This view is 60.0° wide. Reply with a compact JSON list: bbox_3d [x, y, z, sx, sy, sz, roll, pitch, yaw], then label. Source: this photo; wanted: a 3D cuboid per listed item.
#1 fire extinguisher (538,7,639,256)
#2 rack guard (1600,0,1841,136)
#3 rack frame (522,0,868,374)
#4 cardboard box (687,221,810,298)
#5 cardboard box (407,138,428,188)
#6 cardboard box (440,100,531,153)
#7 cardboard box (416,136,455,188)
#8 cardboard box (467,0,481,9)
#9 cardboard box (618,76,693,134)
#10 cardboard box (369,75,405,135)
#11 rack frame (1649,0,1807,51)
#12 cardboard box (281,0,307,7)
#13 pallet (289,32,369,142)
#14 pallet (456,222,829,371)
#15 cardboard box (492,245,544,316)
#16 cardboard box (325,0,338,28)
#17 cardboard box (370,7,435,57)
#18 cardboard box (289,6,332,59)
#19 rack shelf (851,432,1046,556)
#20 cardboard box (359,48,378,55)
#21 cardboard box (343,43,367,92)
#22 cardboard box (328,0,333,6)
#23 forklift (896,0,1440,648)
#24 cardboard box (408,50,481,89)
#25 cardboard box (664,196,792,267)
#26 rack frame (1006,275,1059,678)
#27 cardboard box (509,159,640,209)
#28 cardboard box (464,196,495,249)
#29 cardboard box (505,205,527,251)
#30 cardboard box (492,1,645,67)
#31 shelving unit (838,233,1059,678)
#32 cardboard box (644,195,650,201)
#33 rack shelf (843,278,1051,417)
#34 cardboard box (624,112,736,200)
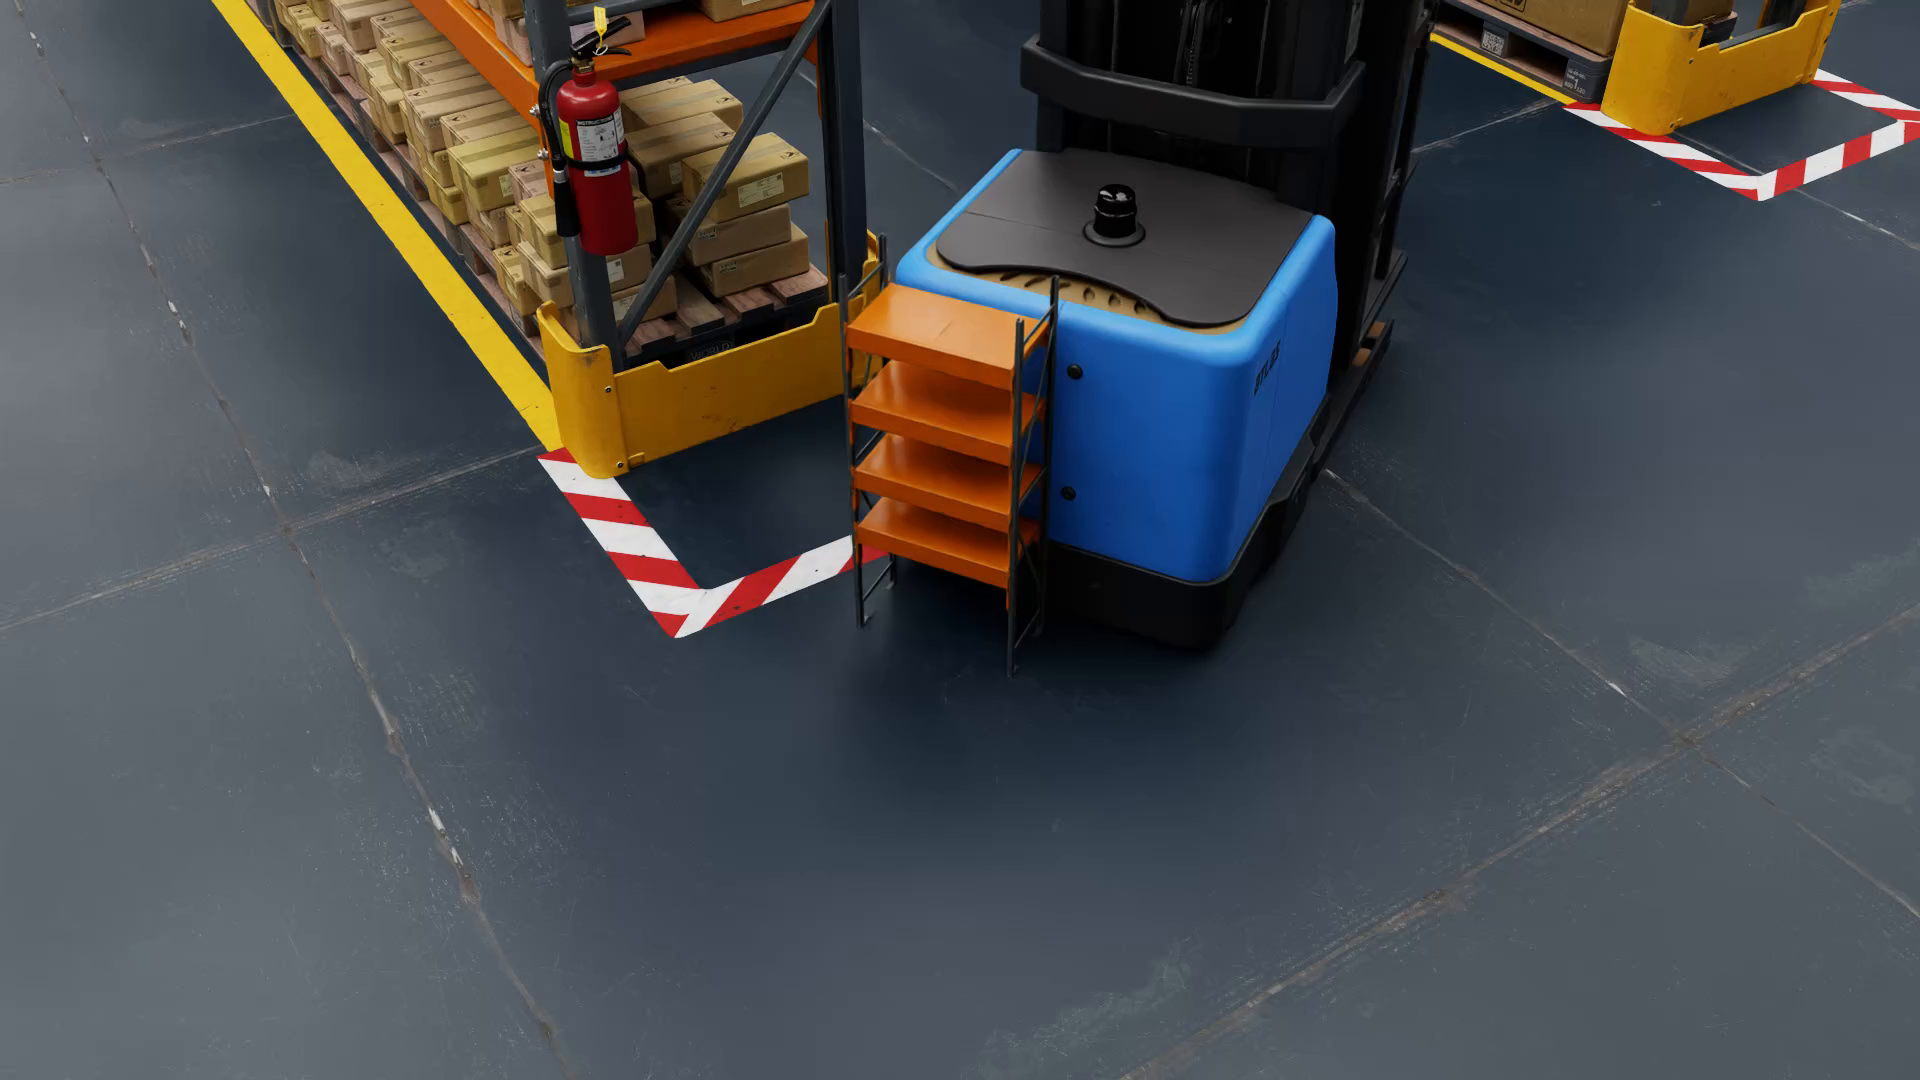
[{"bbox_3d":[-1.016,-1.122,4.605,0.296,0.674,0.183,-22,45,-24],"label":"fire extinguisher"},{"bbox_3d":[3.487,-2.269,7.582,1.175,0.500,0.348,-22,45,-24],"label":"rack guard"},{"bbox_3d":[-0.762,-1.589,4.814,1.000,3.000,0.127,-22,45,-24],"label":"rack frame"},{"bbox_3d":[-0.774,-1.049,6.064,0.380,0.149,0.250,-21,44,-24],"label":"cardboard box"},{"bbox_3d":[-1.978,-1.543,6.658,0.380,0.149,0.250,-21,44,-24],"label":"cardboard box"},{"bbox_3d":[-1.680,-1.496,6.136,0.380,0.149,0.250,-24,45,-26],"label":"cardboard box"},{"bbox_3d":[-1.857,-1.511,6.387,0.380,0.149,0.250,-22,44,-24],"label":"cardboard box"},{"bbox_3d":[-1.426,-1.849,5.322,0.380,0.149,0.250,-23,45,-25],"label":"cardboard box"},{"bbox_3d":[-1.238,-1.677,6.353,0.380,0.149,0.250,-24,46,-26],"label":"cardboard box"},{"bbox_3d":[-2.151,-1.795,6.728,0.380,0.149,0.250,-22,44,-24],"label":"cardboard box"},{"bbox_3d":[3.474,-3.242,6.798,1.000,3.000,0.127,-22,45,-24],"label":"rack frame"},{"bbox_3d":[-2.988,-2.623,7.721,0.380,0.149,0.250,-20,44,-22],"label":"cardboard box"},{"bbox_3d":[-2.522,-2.327,7.878,1.003,0.211,1.213,-22,45,-24],"label":"pallet"},{"bbox_3d":[-1.210,-1.010,6.297,1.003,0.211,1.213,-22,45,-24],"label":"pallet"},{"bbox_3d":[-1.445,-0.972,5.972,0.380,0.149,0.250,-21,44,-23],"label":"cardboard box"},{"bbox_3d":[-2.615,-2.398,7.451,0.380,0.149,0.250,-22,45,-25],"label":"cardboard box"},{"bbox_3d":[-2.183,-2.080,6.837,0.380,0.149,0.250,-24,45,-26],"label":"cardboard box"},{"bbox_3d":[-2.845,-2.364,7.643,0.380,0.149,0.250,-21,44,-23],"label":"cardboard box"},{"bbox_3d":[-0.029,-0.150,4.597,0.480,0.148,0.258,17,43,19],"label":"rack shelf"},{"bbox_3d":[-2.344,-2.095,7.088,0.380,0.149,0.250,-20,44,-22],"label":"cardboard box"},{"bbox_3d":[-2.489,-2.128,7.359,0.380,0.149,0.250,-23,45,-25],"label":"cardboard box"},{"bbox_3d":[-2.627,-2.497,7.338,0.380,0.149,0.250,-23,45,-25],"label":"cardboard box"},{"bbox_3d":[0.907,-1.756,5.068,1.130,2.935,3.031,17,43,20],"label":"forklift"},{"bbox_3d":[-1.919,-1.802,6.503,0.380,0.149,0.250,-24,45,-26],"label":"cardboard box"},{"bbox_3d":[-0.828,-1.141,5.943,0.380,0.149,0.250,-20,44,-23],"label":"cardboard box"},{"bbox_3d":[0.192,-0.134,4.474,0.015,1.200,0.240,17,43,19],"label":"rack frame"},{"bbox_3d":[-1.347,-1.238,5.827,0.380,0.149,0.250,-21,44,-24],"label":"cardboard box"},{"bbox_3d":[-1.658,-1.273,6.333,0.380,0.149,0.250,-22,44,-24],"label":"cardboard box"},{"bbox_3d":[-1.382,-1.116,5.913,0.380,0.149,0.250,-23,45,-25],"label":"cardboard box"},{"bbox_3d":[-1.176,-1.572,4.989,0.380,0.149,0.250,-22,45,-24],"label":"cardboard box"},{"bbox_3d":[-0.029,-0.201,4.554,0.503,1.200,0.258,17,43,19],"label":"shelving unit"},{"bbox_3d":[-1.134,-1.410,6.265,0.380,0.149,0.250,-22,44,-24],"label":"cardboard box"},{"bbox_3d":[-0.029,-0.503,4.303,0.480,0.148,0.258,17,43,19],"label":"rack shelf"},{"bbox_3d":[-1.007,-1.391,6.011,0.380,0.149,0.250,-21,44,-24],"label":"cardboard box"}]
